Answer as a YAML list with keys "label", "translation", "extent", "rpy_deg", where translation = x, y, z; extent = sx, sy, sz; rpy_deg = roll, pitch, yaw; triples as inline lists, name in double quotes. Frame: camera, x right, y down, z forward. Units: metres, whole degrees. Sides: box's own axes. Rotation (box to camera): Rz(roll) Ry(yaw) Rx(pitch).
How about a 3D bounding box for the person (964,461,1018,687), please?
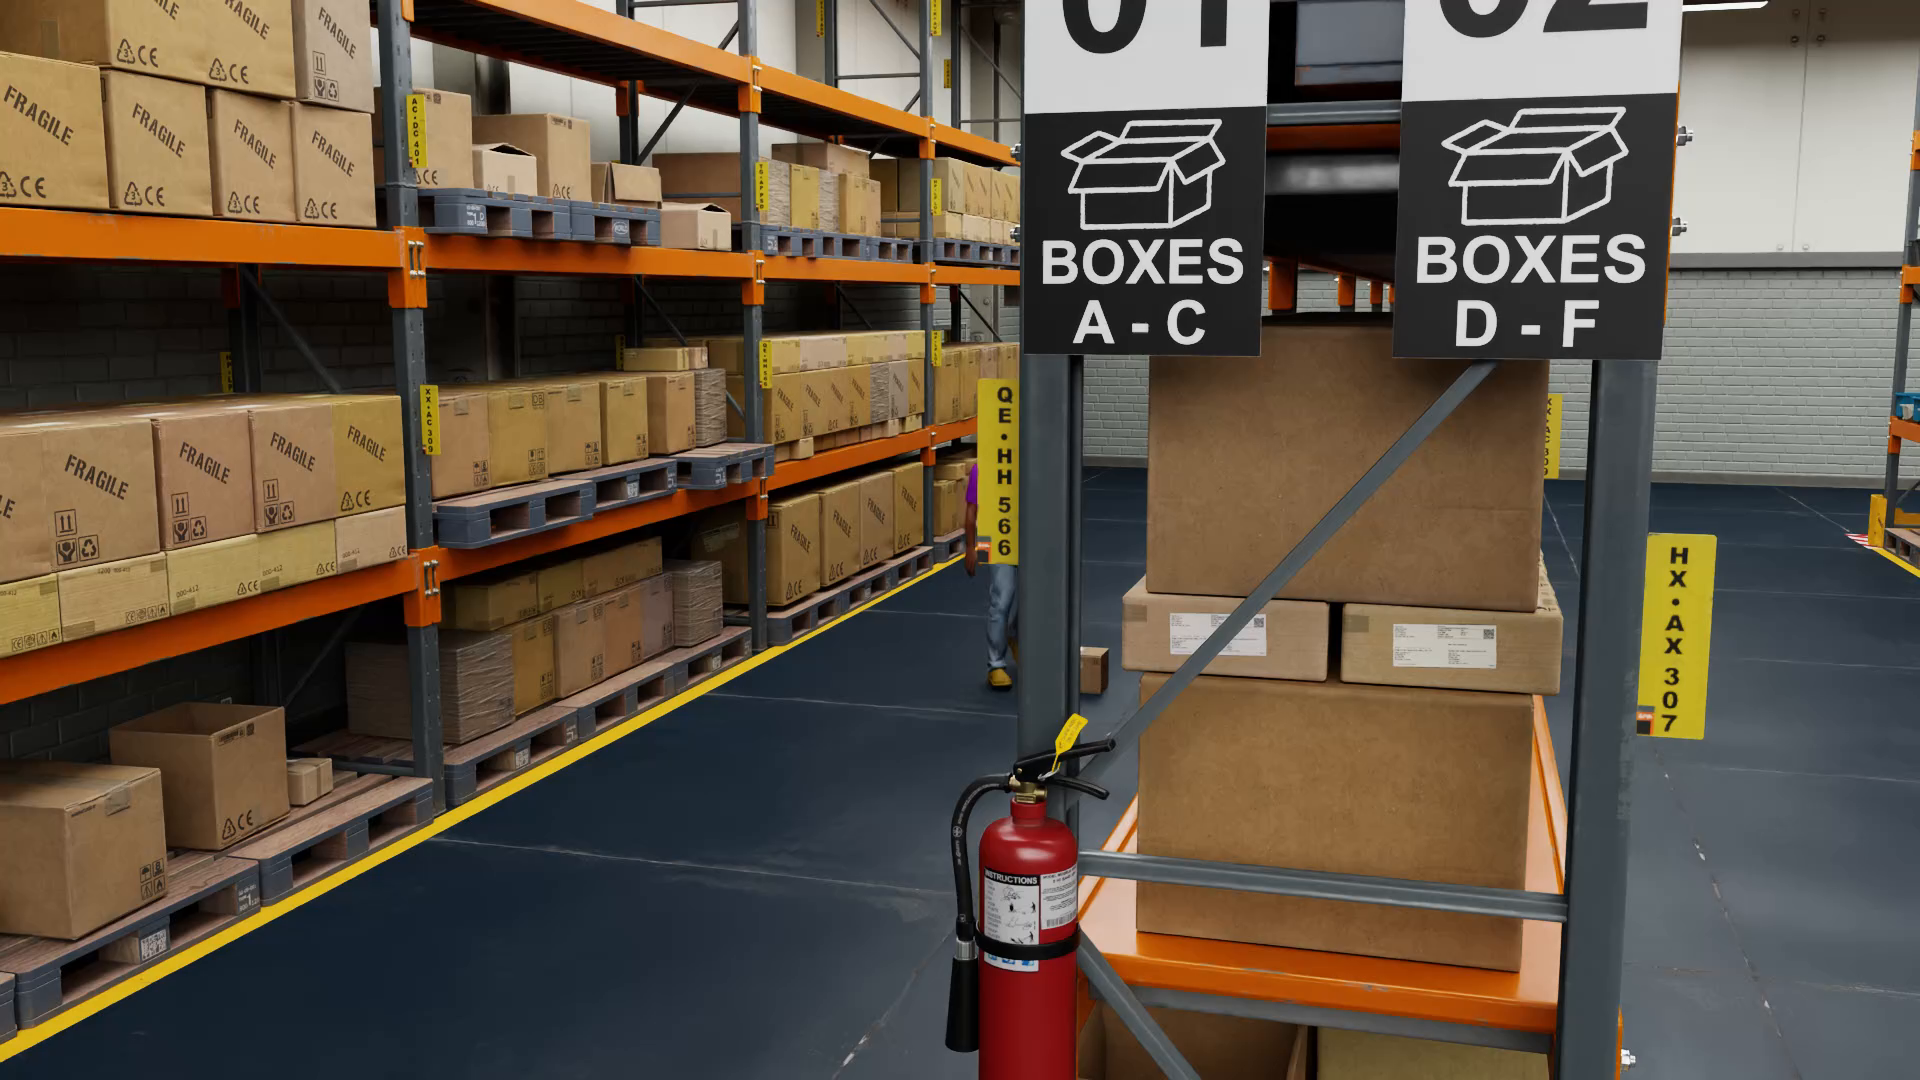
- label: "person"
  translation: [0.347, 0.036, 10.920]
  extent: [0.655, 1.761, 0.640]
  rpy_deg: [-4, 9, -28]
